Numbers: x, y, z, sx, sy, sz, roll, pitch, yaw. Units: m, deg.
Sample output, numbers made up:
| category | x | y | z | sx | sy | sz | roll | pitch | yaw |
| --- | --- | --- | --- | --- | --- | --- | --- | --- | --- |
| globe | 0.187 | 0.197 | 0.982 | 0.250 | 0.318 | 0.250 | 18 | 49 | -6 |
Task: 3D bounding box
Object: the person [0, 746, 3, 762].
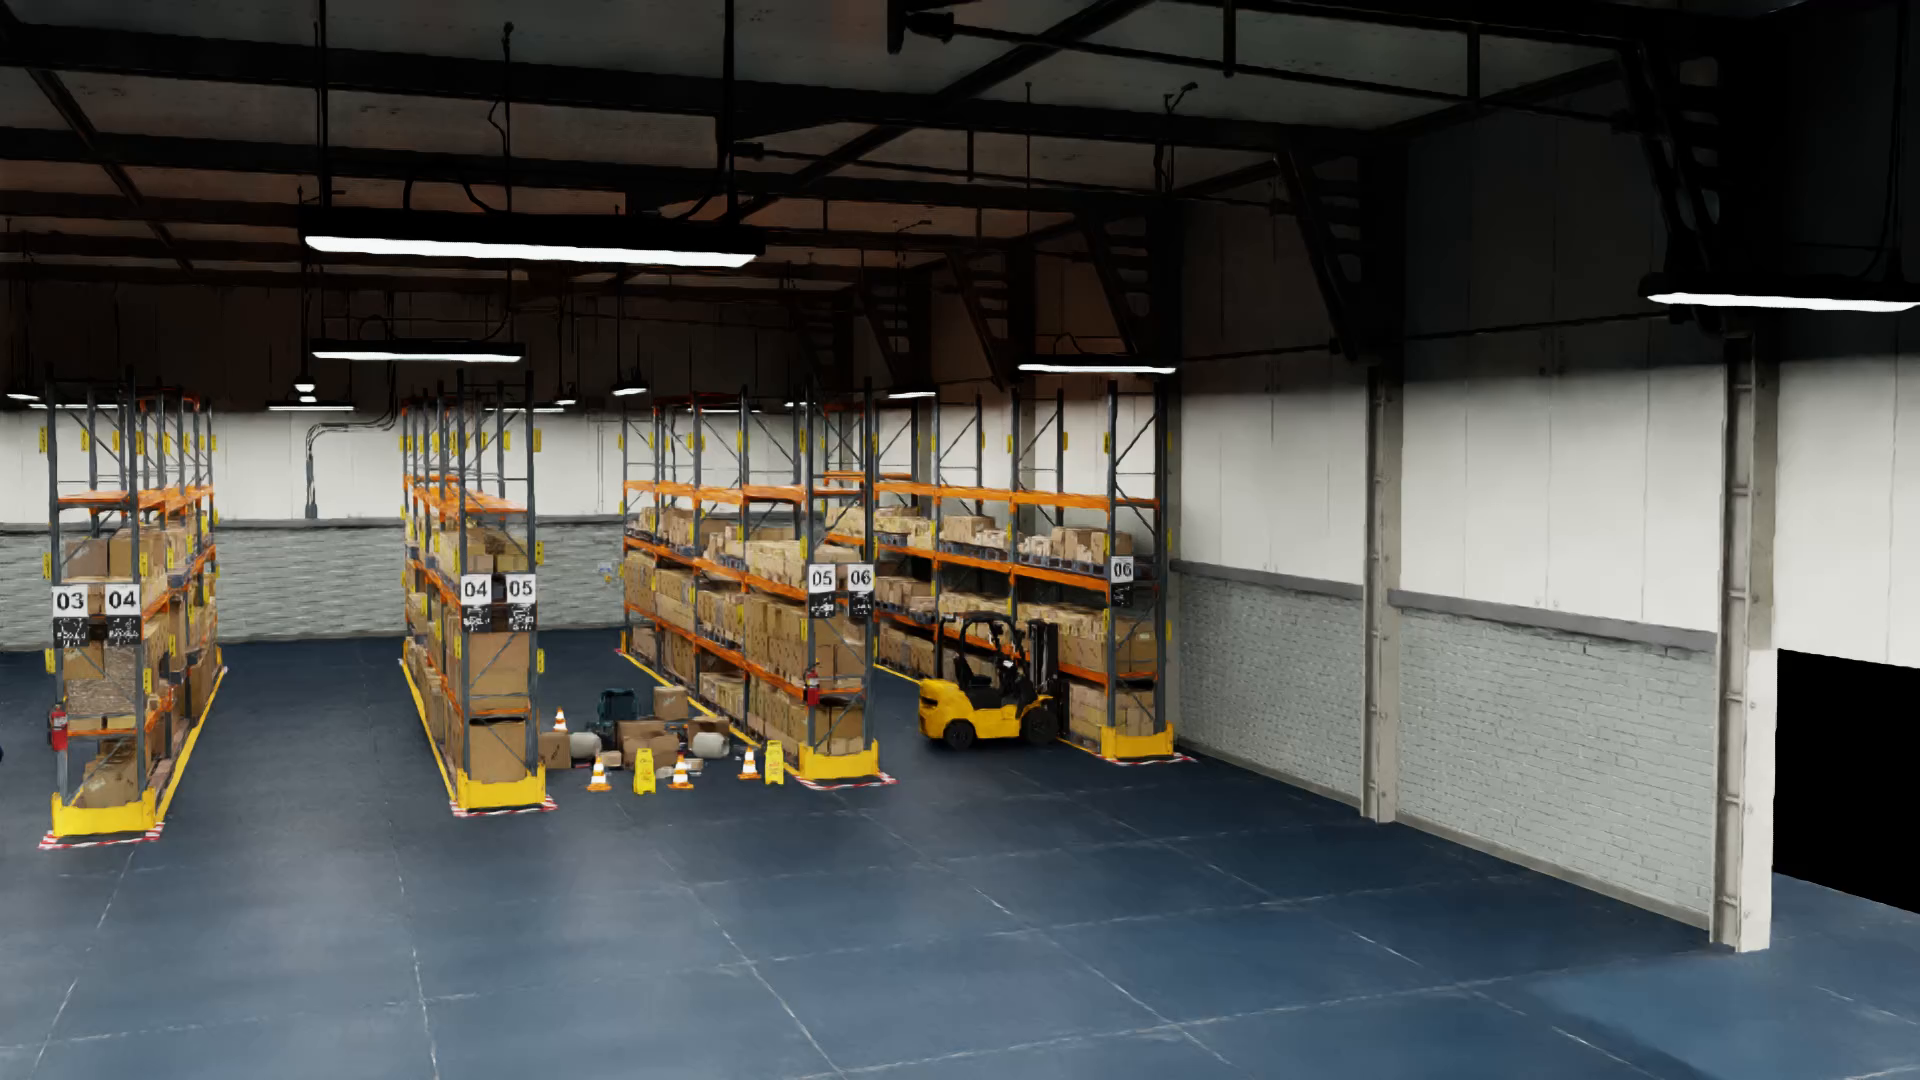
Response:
| category | x | y | z | sx | sy | sz | roll | pitch | yaw |
| --- | --- | --- | --- | --- | --- | --- | --- | --- | --- |
| person | -13.008 | 2.888 | 22.050 | 0.464 | 1.640 | 0.523 | 1 | 3 | 10 |
